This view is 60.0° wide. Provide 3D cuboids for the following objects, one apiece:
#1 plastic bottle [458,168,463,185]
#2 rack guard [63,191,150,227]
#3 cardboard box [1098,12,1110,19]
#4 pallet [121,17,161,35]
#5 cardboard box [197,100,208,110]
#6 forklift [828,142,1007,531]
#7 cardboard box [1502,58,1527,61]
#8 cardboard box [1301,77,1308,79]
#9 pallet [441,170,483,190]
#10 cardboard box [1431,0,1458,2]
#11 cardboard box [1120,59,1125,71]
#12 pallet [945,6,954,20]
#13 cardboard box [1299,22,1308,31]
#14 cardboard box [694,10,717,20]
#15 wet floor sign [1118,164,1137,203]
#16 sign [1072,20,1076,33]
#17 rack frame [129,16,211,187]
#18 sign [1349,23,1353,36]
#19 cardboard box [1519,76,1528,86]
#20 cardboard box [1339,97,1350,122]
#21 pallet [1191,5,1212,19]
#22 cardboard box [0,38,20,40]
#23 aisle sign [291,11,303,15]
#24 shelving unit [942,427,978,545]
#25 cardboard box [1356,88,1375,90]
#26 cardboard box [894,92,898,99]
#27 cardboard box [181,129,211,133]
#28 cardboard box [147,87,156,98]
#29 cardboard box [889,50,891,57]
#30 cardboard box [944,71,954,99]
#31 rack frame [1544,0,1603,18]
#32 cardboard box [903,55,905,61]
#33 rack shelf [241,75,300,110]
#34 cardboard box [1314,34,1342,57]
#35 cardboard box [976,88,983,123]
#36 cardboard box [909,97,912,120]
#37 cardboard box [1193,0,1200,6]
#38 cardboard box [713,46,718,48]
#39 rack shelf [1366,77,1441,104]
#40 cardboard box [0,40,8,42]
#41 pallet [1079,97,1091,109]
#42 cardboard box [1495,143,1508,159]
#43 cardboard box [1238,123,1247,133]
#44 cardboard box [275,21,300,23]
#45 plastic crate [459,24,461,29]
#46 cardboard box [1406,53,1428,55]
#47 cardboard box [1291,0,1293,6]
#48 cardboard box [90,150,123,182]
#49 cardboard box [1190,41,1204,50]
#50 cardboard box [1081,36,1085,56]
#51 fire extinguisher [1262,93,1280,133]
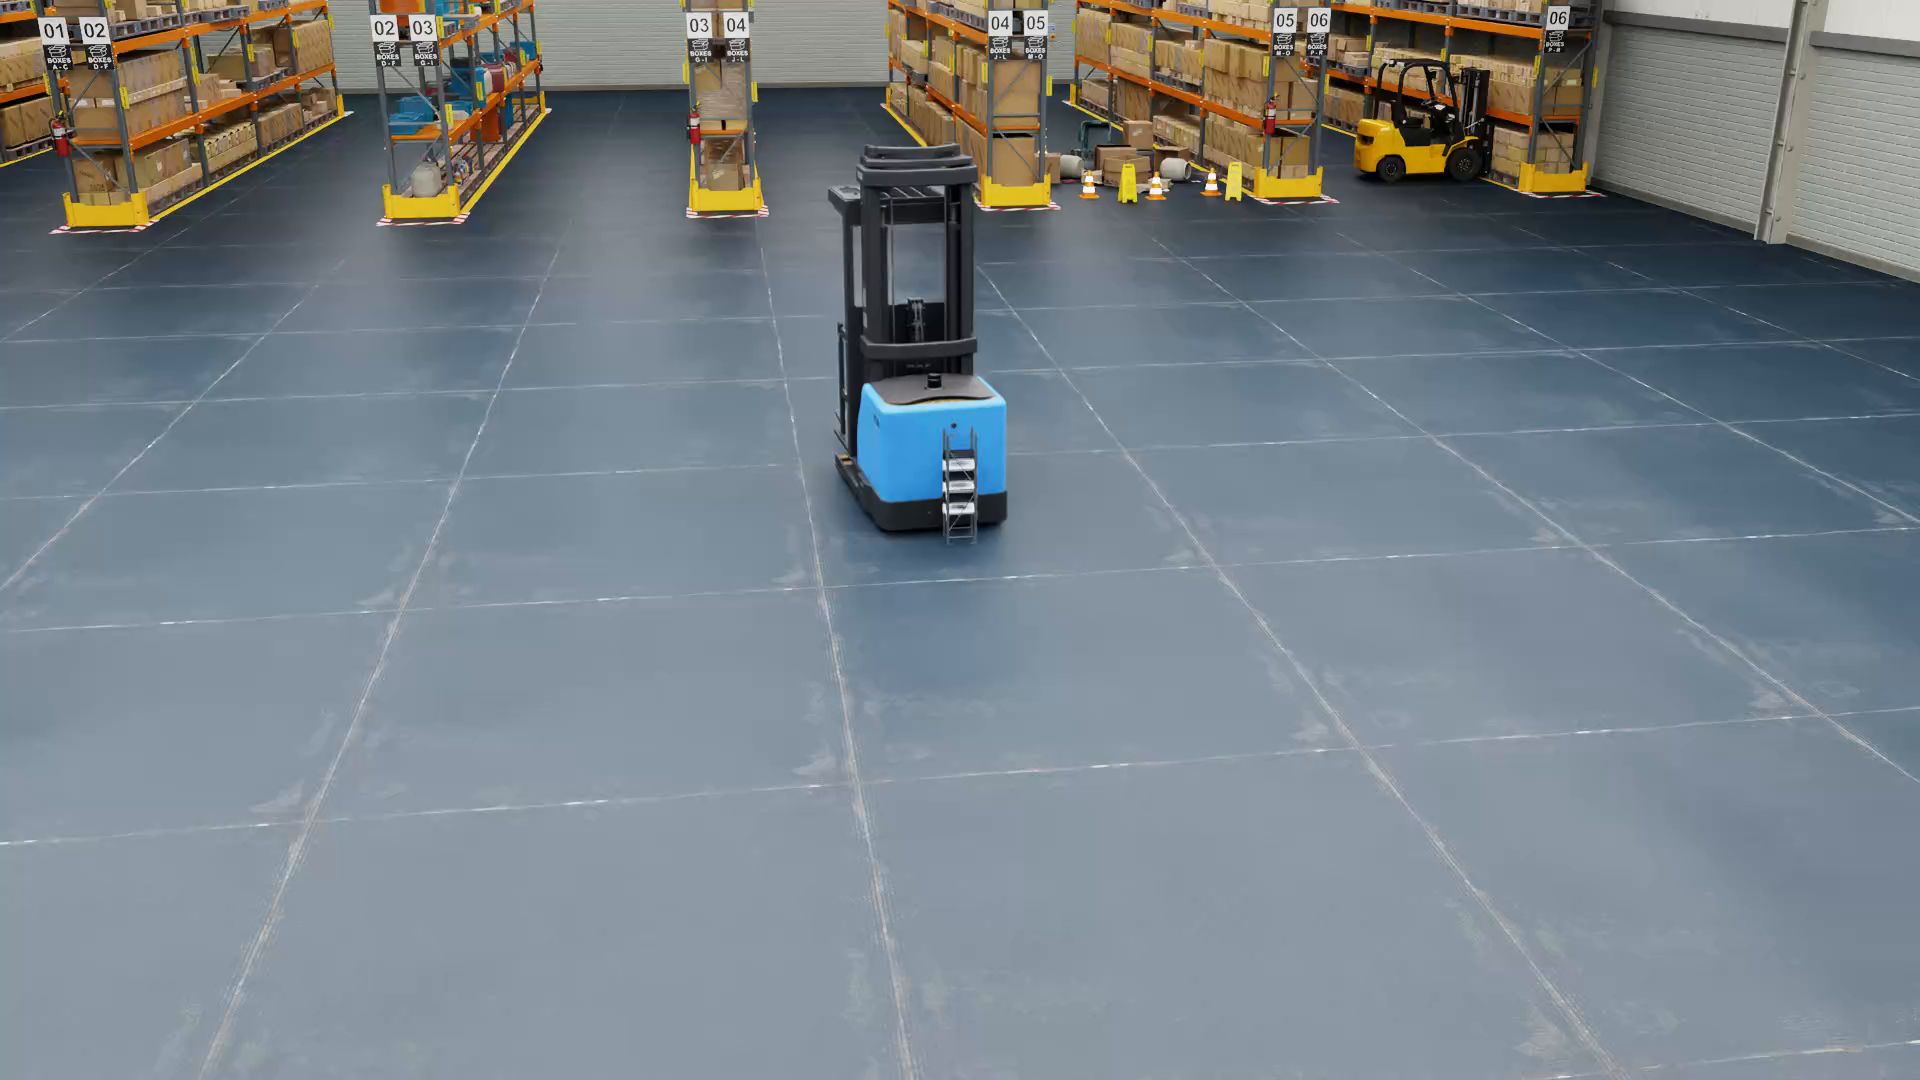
[{"bbox_3d":[-8.831,-6.429,29.395,0.061,0.283,0.133,-3,21,-7],"label":"plastic bottle"},{"bbox_3d":[-13.762,-5.345,26.811,1.175,0.500,0.348,-3,21,-8],"label":"rack guard"},{"bbox_3d":[3.633,-13.032,41.323,0.380,0.149,0.250,-3,21,-9],"label":"cardboard box"},{"bbox_3d":[-14.021,-8.557,27.679,1.003,0.211,1.213,-3,21,-8],"label":"pallet"},{"bbox_3d":[-14.268,-8.108,30.997,0.380,0.149,0.250,-3,21,-8],"label":"cardboard box"},{"bbox_3d":[-0.486,-1.930,14.195,1.130,2.935,3.031,-5,21,-14],"label":"forklift"},{"bbox_3d":[10.686,-9.199,32.064,0.380,0.149,0.250,-3,21,-9],"label":"cardboard box"},{"bbox_3d":[5.973,-8.065,29.956,0.500,0.500,0.500,-2,21,-6],"label":"cardboard box"},{"bbox_3d":[-9.384,-6.616,30.629,1.003,0.211,1.213,-3,21,-8],"label":"pallet"},{"bbox_3d":[9.834,-11.004,33.488,0.500,0.311,0.500,-4,21,-9],"label":"cardboard box"},{"bbox_3d":[4.051,-11.084,38.819,0.500,0.250,0.500,-3,21,-8],"label":"cardboard box"},{"bbox_3d":[0.203,-10.253,32.367,0.805,0.209,1.217,-4,21,-10],"label":"pallet"},{"bbox_3d":[6.118,-8.941,28.939,0.380,0.149,0.250,-3,21,-8],"label":"cardboard box"},{"bbox_3d":[-4.232,-8.720,27.635,0.380,0.149,0.250,-4,21,-10],"label":"cardboard box"},{"bbox_3d":[2.924,-6.224,28.959,0.267,0.644,0.232,-7,21,-17],"label":"wet floor sign"},{"bbox_3d":[2.988,-13.479,43.666,0.100,0.325,0.005,-3,21,-8],"label":"sign"},{"bbox_3d":[-14.342,-7.909,30.104,1.000,3.000,0.127,-3,21,-8],"label":"rack frame"},{"bbox_3d":[9.575,-12.500,40.742,0.100,0.325,0.005,-3,21,-8],"label":"sign"},{"bbox_3d":[10.362,-8.317,30.128,0.380,0.149,0.250,-3,21,-7],"label":"cardboard box"},{"bbox_3d":[9.189,-10.060,38.836,0.500,0.500,0.500,-2,21,-5],"label":"cardboard box"},{"bbox_3d":[5.284,-10.443,32.872,1.213,0.211,1.003,-3,21,-8],"label":"pallet"},{"bbox_3d":[-20.506,-10.621,35.698,0.500,0.250,0.500,-3,21,-7],"label":"cardboard box"},{"bbox_3d":[-16.372,-13.290,40.797,0.394,0.787,0.004,-3,21,-8],"label":"aisle sign"},{"bbox_3d":[-0.001,-0.424,13.066,0.258,0.900,0.210,-3,21,-8],"label":"shelving unit"},{"bbox_3d":[9.599,-10.610,39.382,0.380,0.149,0.250,-4,21,-10],"label":"cardboard box"},{"bbox_3d":[-1.488,-11.311,42.263,0.380,0.149,0.250,-2,21,-6],"label":"cardboard box"},{"bbox_3d":[-14.979,-7.911,32.638,0.500,0.311,0.500,-3,21,-9],"label":"cardboard box"},{"bbox_3d":[-13.830,-7.554,28.083,0.380,0.149,0.250,-3,21,-7],"label":"cardboard box"},{"bbox_3d":[-1.623,-12.531,42.838,0.380,0.149,0.250,-3,21,-8],"label":"cardboard box"},{"bbox_3d":[-0.029,-9.011,32.913,0.500,0.500,0.500,-3,21,-8],"label":"cardboard box"},{"bbox_3d":[10.756,-10.584,28.693,1.000,3.000,0.127,-3,21,-8],"label":"rack frame"},{"bbox_3d":[-1.122,-11.216,38.718,0.380,0.149,0.250,-3,21,-7],"label":"cardboard box"},{"bbox_3d":[-15.207,-9.649,35.792,1.077,0.370,4.000,-3,21,-8],"label":"rack shelf"},{"bbox_3d":[8.874,-11.993,40.297,0.700,0.500,0.500,-2,21,-6],"label":"cardboard box"},{"bbox_3d":[0.761,-7.623,29.125,0.875,0.550,0.550,-3,21,-8],"label":"cardboard box"},{"bbox_3d":[-0.925,-10.149,39.074,0.500,0.500,0.500,-2,21,-6],"label":"cardboard box"},{"bbox_3d":[4.972,-10.809,33.196,0.500,0.250,0.500,-3,21,-7],"label":"cardboard box"},{"bbox_3d":[-4.652,-8.720,30.279,0.500,0.500,0.500,-3,21,-8],"label":"cardboard box"},{"bbox_3d":[9.891,-9.514,35.430,1.077,0.370,4.000,-3,21,-8],"label":"rack shelf"},{"bbox_3d":[-20.429,-10.448,35.234,0.500,0.250,0.500,-4,21,-10],"label":"cardboard box"},{"bbox_3d":[3.731,-11.483,43.658,1.003,0.211,1.213,-3,21,-8],"label":"pallet"},{"bbox_3d":[10.315,-7.243,30.938,0.500,0.250,0.500,-3,21,-8],"label":"cardboard box"},{"bbox_3d":[5.318,-7.561,30.504,0.380,0.149,0.250,-3,21,-7],"label":"cardboard box"},{"bbox_3d":[-16.186,-12.231,40.105,0.500,0.500,0.500,-3,21,-7],"label":"cardboard box"},{"bbox_3d":[-8.809,-8.904,28.858,0.243,0.136,0.396,-3,21,-8],"label":"plastic crate"},{"bbox_3d":[9.687,-10.238,35.269,0.380,0.149,0.250,-3,21,-8],"label":"cardboard box"},{"bbox_3d":[5.943,-9.403,29.037,0.380,0.149,0.250,-3,21,-8],"label":"cardboard box"},{"bbox_3d":[-14.296,-6.300,28.055,0.500,0.500,0.500,-3,21,-8],"label":"cardboard box"},{"bbox_3d":[4.866,-9.980,33.555,0.380,0.149,0.250,-4,21,-9],"label":"cardboard box"},{"bbox_3d":[3.424,-12.754,42.935,0.500,0.500,0.500,-3,21,-9],"label":"cardboard box"},{"bbox_3d":[5.405,-7.423,28.914,0.296,0.674,0.183,-3,21,-8],"label":"fire extinguisher"}]
